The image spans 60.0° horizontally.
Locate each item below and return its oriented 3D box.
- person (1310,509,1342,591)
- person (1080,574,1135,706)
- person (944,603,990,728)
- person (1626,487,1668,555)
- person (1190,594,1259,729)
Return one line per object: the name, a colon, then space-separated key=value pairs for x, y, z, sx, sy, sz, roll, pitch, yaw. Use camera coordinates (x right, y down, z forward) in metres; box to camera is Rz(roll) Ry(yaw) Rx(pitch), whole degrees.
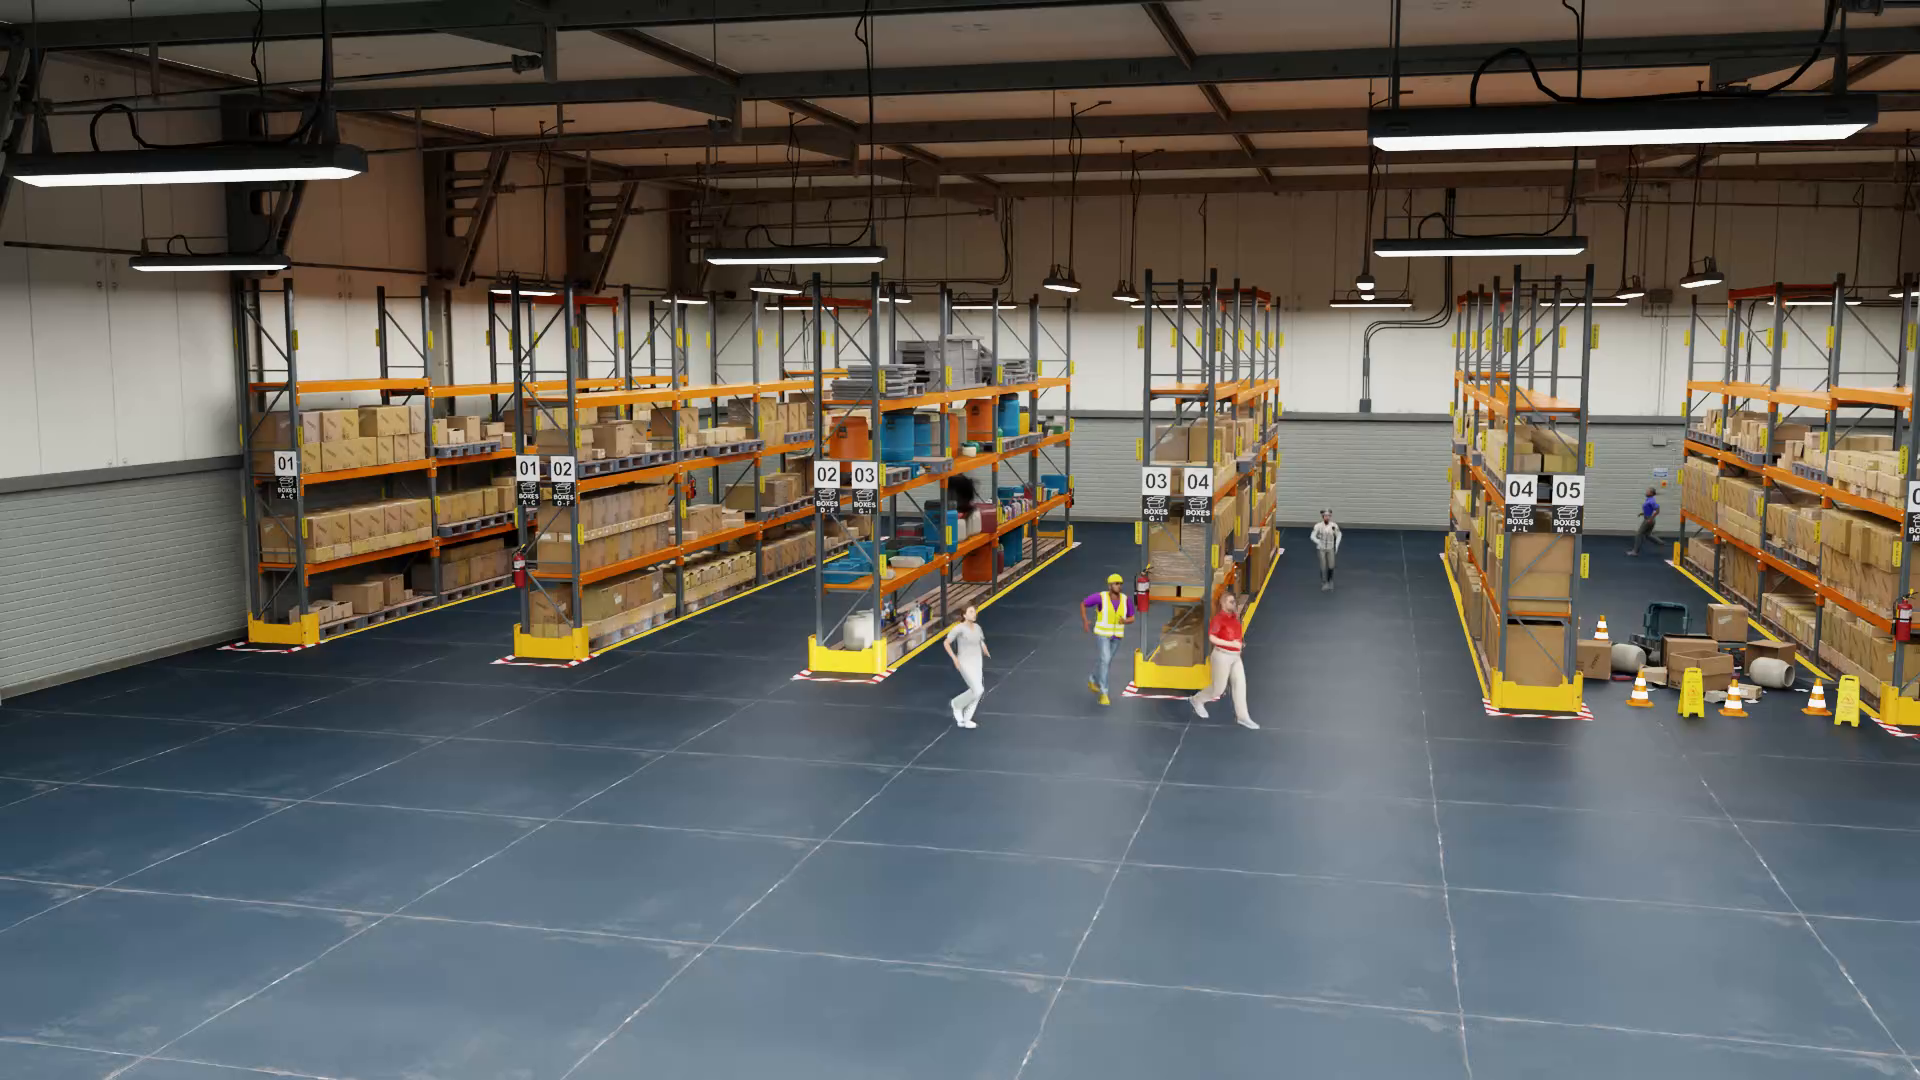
person: x=7.293 y=0.202 z=33.142 sx=0.623 sy=1.663 sz=0.582 roll=1 pitch=7 yaw=10
person: x=2.089 y=1.369 z=23.276 sx=0.723 sy=1.812 sz=0.834 roll=-3 pitch=7 yaw=-23
person: x=0.153 y=1.629 z=21.444 sx=0.565 sy=1.624 sz=0.545 roll=-7 pitch=10 yaw=-44
person: x=15.964 y=-0.423 z=38.540 sx=0.890 sy=1.615 sz=0.656 roll=2 pitch=7 yaw=20
person: x=3.444 y=1.555 z=21.597 sx=0.993 sy=1.724 sz=0.663 roll=7 pitch=10 yaw=44
